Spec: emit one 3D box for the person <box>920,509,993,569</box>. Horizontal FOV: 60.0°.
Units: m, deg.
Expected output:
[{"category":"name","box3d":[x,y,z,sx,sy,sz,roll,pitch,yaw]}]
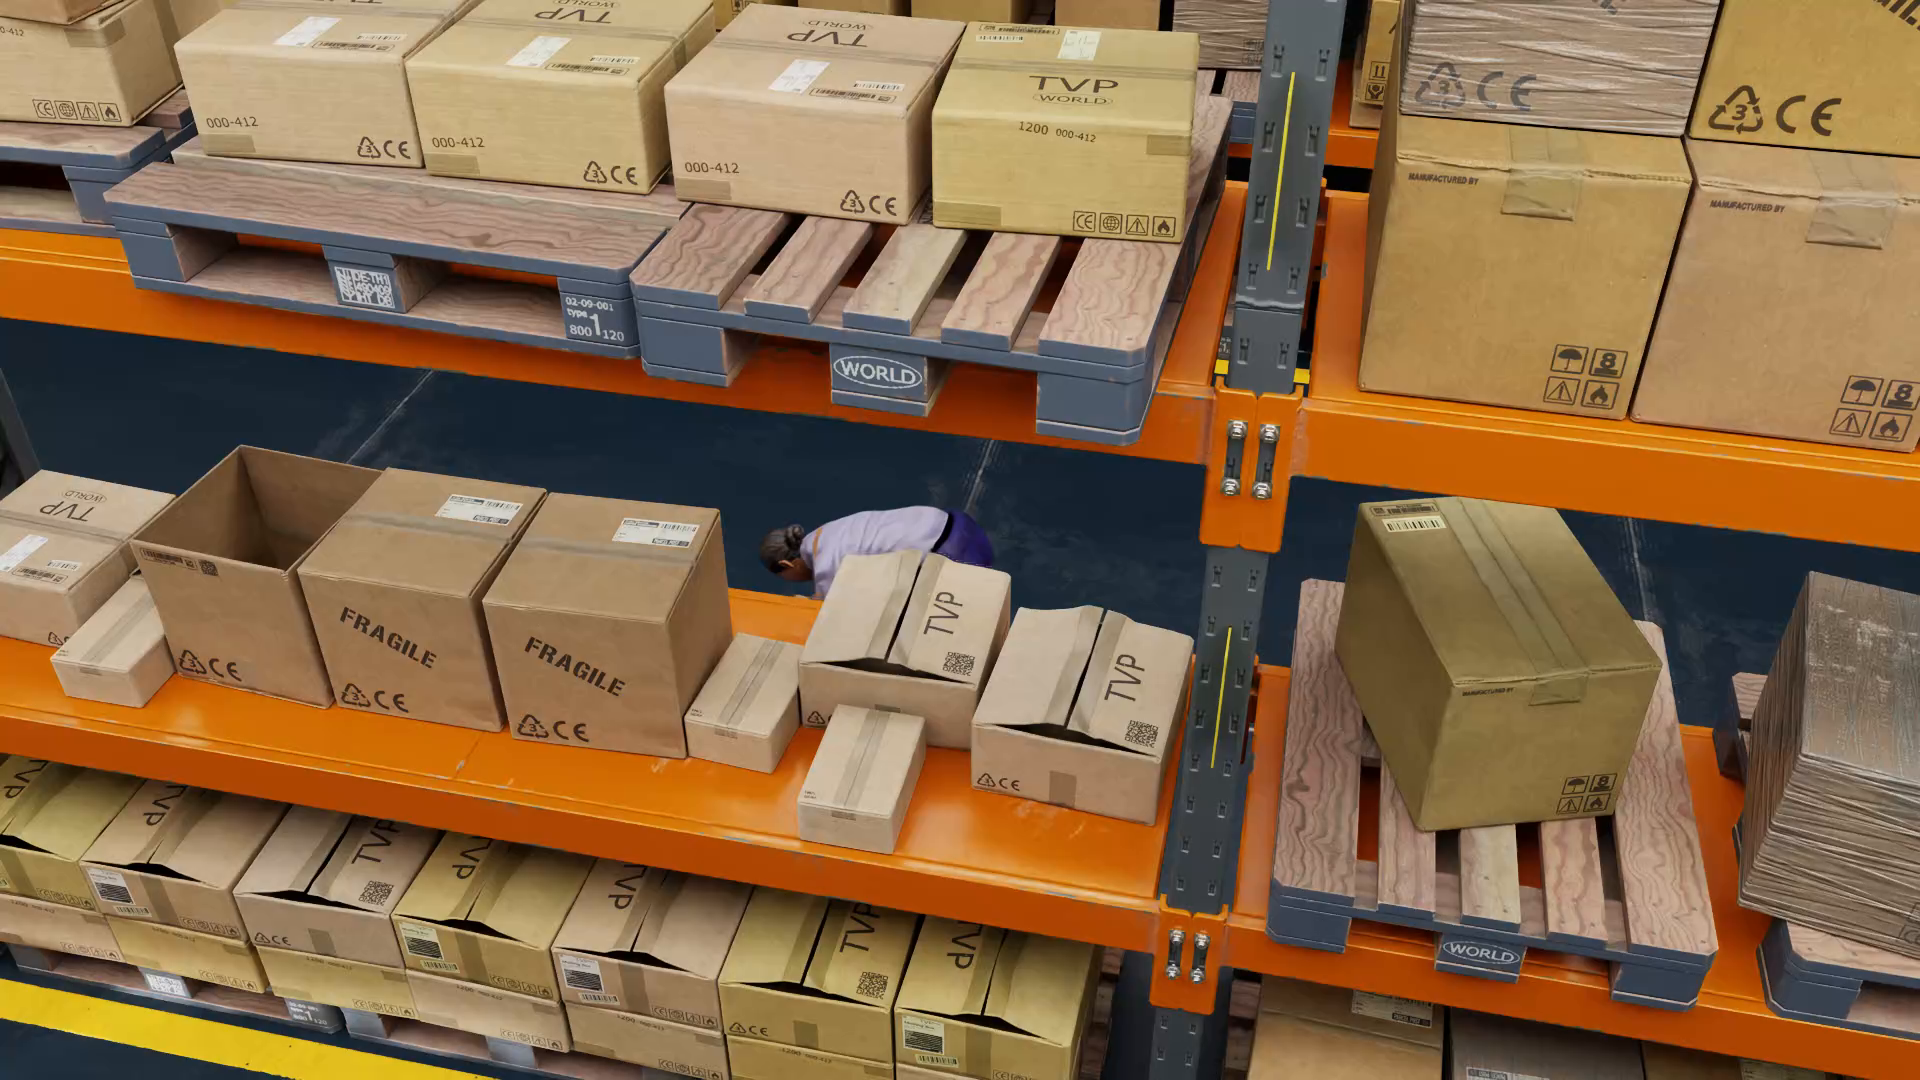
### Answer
[{"category":"person","box3d":[-0.142,0.305,6.381,0.515,0.898,0.492,5,37,7]}]
